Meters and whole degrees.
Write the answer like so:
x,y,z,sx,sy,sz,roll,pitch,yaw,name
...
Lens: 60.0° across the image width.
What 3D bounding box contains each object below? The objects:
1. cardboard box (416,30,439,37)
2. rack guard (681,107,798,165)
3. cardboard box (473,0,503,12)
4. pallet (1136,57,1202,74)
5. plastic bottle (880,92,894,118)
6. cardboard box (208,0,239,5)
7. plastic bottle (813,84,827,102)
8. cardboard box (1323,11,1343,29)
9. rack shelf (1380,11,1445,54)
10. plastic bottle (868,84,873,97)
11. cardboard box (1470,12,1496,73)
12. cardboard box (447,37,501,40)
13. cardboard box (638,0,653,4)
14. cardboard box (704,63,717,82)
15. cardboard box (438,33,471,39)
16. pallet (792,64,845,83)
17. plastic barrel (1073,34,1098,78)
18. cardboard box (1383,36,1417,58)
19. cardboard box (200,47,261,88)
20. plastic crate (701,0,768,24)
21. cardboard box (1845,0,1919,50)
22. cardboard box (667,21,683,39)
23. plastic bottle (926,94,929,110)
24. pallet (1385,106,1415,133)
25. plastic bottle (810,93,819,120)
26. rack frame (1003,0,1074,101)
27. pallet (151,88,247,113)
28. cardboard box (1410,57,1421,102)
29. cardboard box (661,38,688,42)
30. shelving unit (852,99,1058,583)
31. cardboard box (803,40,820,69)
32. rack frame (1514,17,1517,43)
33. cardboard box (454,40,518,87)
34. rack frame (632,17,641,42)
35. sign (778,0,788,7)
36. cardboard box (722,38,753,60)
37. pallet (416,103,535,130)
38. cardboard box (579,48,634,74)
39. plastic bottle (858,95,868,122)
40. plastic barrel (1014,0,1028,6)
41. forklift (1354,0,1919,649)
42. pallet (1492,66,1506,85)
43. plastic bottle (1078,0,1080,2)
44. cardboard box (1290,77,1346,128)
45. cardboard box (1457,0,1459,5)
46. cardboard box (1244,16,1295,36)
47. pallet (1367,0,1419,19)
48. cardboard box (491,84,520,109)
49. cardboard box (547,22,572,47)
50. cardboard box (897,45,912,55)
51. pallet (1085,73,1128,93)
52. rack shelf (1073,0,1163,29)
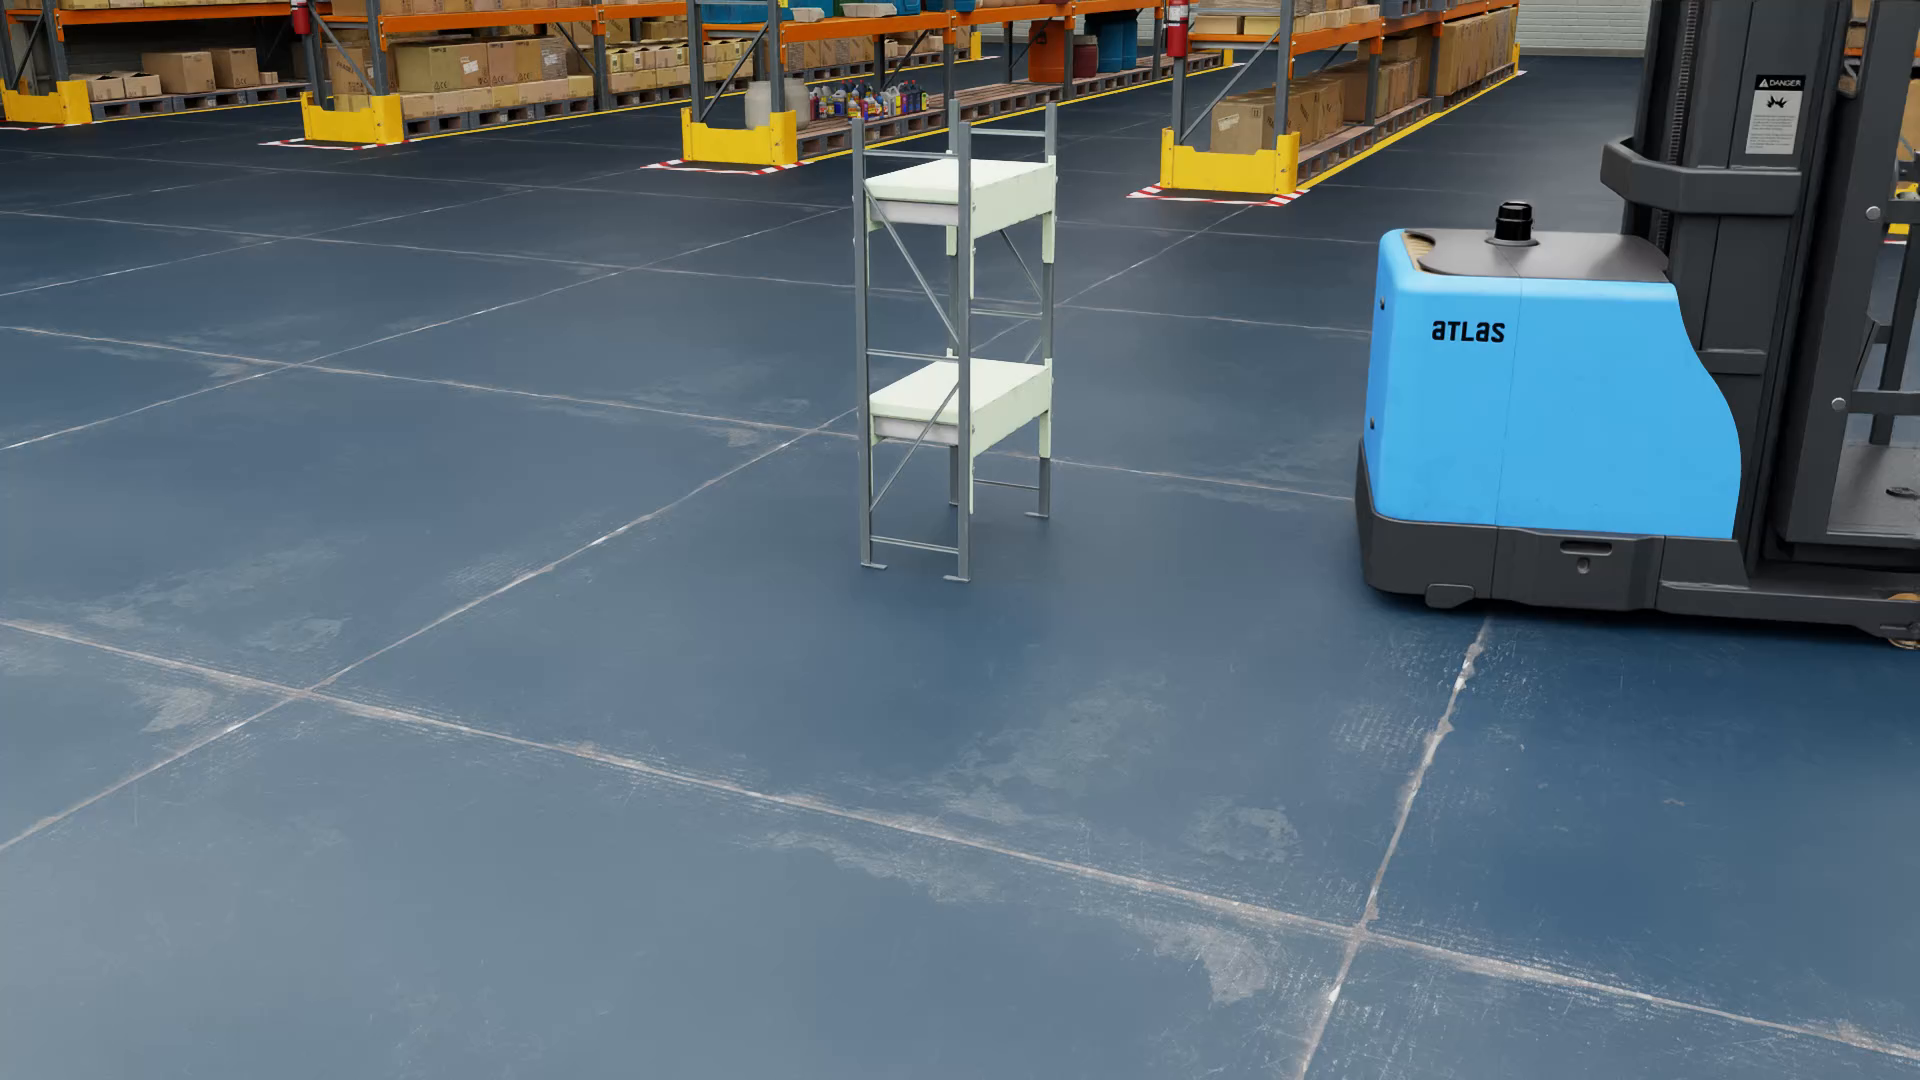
x,y,z,sx,sy,sz,roll,pitch,yaw,name
-8.486,-7.971,25.862,0.500,0.250,0.500,9,21,24,cardboard box
-2.197,-4.029,16.550,1.175,0.500,0.348,9,21,23,rack guard
-5.869,-6.519,19.674,0.700,0.500,0.500,9,22,24,cardboard box
3.492,-8.135,28.530,1.003,0.211,1.213,9,21,23,pallet
-0.829,-4.880,18.624,0.152,0.276,0.135,9,21,24,plastic bottle
-9.907,-7.204,21.943,0.500,0.250,0.500,8,21,22,cardboard box
-1.584,-4.924,18.635,0.144,0.351,0.185,10,22,25,plastic bottle
3.370,-4.878,15.584,0.380,0.149,0.250,9,21,23,cardboard box
4.790,-5.992,19.415,1.077,0.370,4.000,9,21,23,rack shelf
-1.078,-5.284,19.765,0.097,0.271,0.097,0,20,0,plastic bottle
7.590,-7.553,25.274,0.875,0.875,0.875,9,21,23,cardboard box
-5.950,-5.931,20.528,0.500,0.500,0.500,9,21,23,cardboard box
-4.520,-7.521,22.491,0.500,0.500,0.500,10,22,27,cardboard box
-3.836,-6.700,23.807,0.500,0.250,0.500,9,22,24,cardboard box
-8.195,-7.784,26.453,0.700,0.500,0.500,9,21,23,cardboard box
-2.586,-7.584,26.978,1.003,0.211,1.213,9,21,23,pallet
1.738,-7.181,24.656,0.600,0.588,0.708,9,21,23,plastic barrel
5.362,-6.116,20.646,0.500,0.250,0.500,10,22,25,cardboard box
-9.974,-6.465,22.746,0.500,0.500,0.500,7,21,19,cardboard box
-2.254,-5.301,16.619,0.499,0.251,0.616,9,21,23,plastic crate
6.927,-3.976,12.448,0.875,0.550,0.550,9,21,23,cardboard box
-5.701,-9.592,31.568,0.700,0.500,0.500,8,21,22,cardboard box
-0.412,-5.135,19.449,0.097,0.201,0.097,0,20,0,plastic bottle
4.787,-5.018,19.765,1.003,0.211,1.213,9,21,23,pallet
-1.608,-4.784,18.343,0.061,0.283,0.133,9,21,23,plastic bottle
1.090,-7.622,22.925,1.000,3.000,0.127,9,21,23,rack frame
-10.327,-5.860,22.133,1.003,0.211,1.213,9,21,23,pallet
5.353,-5.765,20.775,0.700,0.500,0.500,7,21,20,cardboard box
-4.117,-7.188,24.344,0.500,0.311,0.500,8,21,21,cardboard box
-0.003,-0.705,5.712,0.431,1.500,0.755,9,21,23,shelving unit
-2.561,-7.746,26.346,0.500,0.500,0.500,8,21,22,cardboard box
8.885,-9.388,27.890,1.000,3.000,0.127,9,21,23,rack frame
-5.664,-5.705,19.891,0.500,0.500,0.500,9,21,23,cardboard box
-6.310,-10.204,30.185,1.000,3.000,0.127,9,21,23,rack frame
-1.685,-5.230,15.786,0.100,0.325,0.005,9,21,23,sign
-3.417,-7.276,24.590,0.500,0.311,0.500,9,22,24,cardboard box
-5.927,-5.155,20.148,1.003,0.211,1.213,9,21,23,pallet
-4.668,-6.339,21.956,0.500,0.311,0.500,9,21,23,cardboard box
-1.049,-4.682,18.055,0.061,0.283,0.133,9,21,24,plastic bottle
0.692,-7.202,21.577,0.421,0.512,0.421,0,20,0,plastic barrel
2.880,-1.232,5.058,3.031,2.935,1.130,3,20,10,forklift
8.128,-7.447,26.595,1.003,0.211,1.213,9,21,23,pallet
1.635,-7.681,23.283,0.097,0.271,0.097,0,20,0,plastic bottle
3.771,-4.623,17.595,0.500,0.500,0.500,8,21,21,cardboard box
6.265,-7.259,21.754,0.500,0.500,0.500,8,21,21,cardboard box
2.667,-4.433,14.332,0.380,0.149,0.250,9,21,23,cardboard box
4.417,-5.843,18.208,1.003,0.211,1.213,9,21,23,pallet
-5.665,-5.351,20.017,0.500,0.250,0.500,9,21,23,cardboard box
-7.162,-8.640,28.369,0.750,0.750,0.750,8,21,22,cardboard box
-1.075,-8.762,29.703,0.380,0.166,0.250,9,21,23,cardboard box
1.876,-6.927,25.131,1.003,0.211,1.213,9,21,23,pallet
1.909,-7.895,24.764,1.077,0.370,4.000,9,21,23,rack shelf
